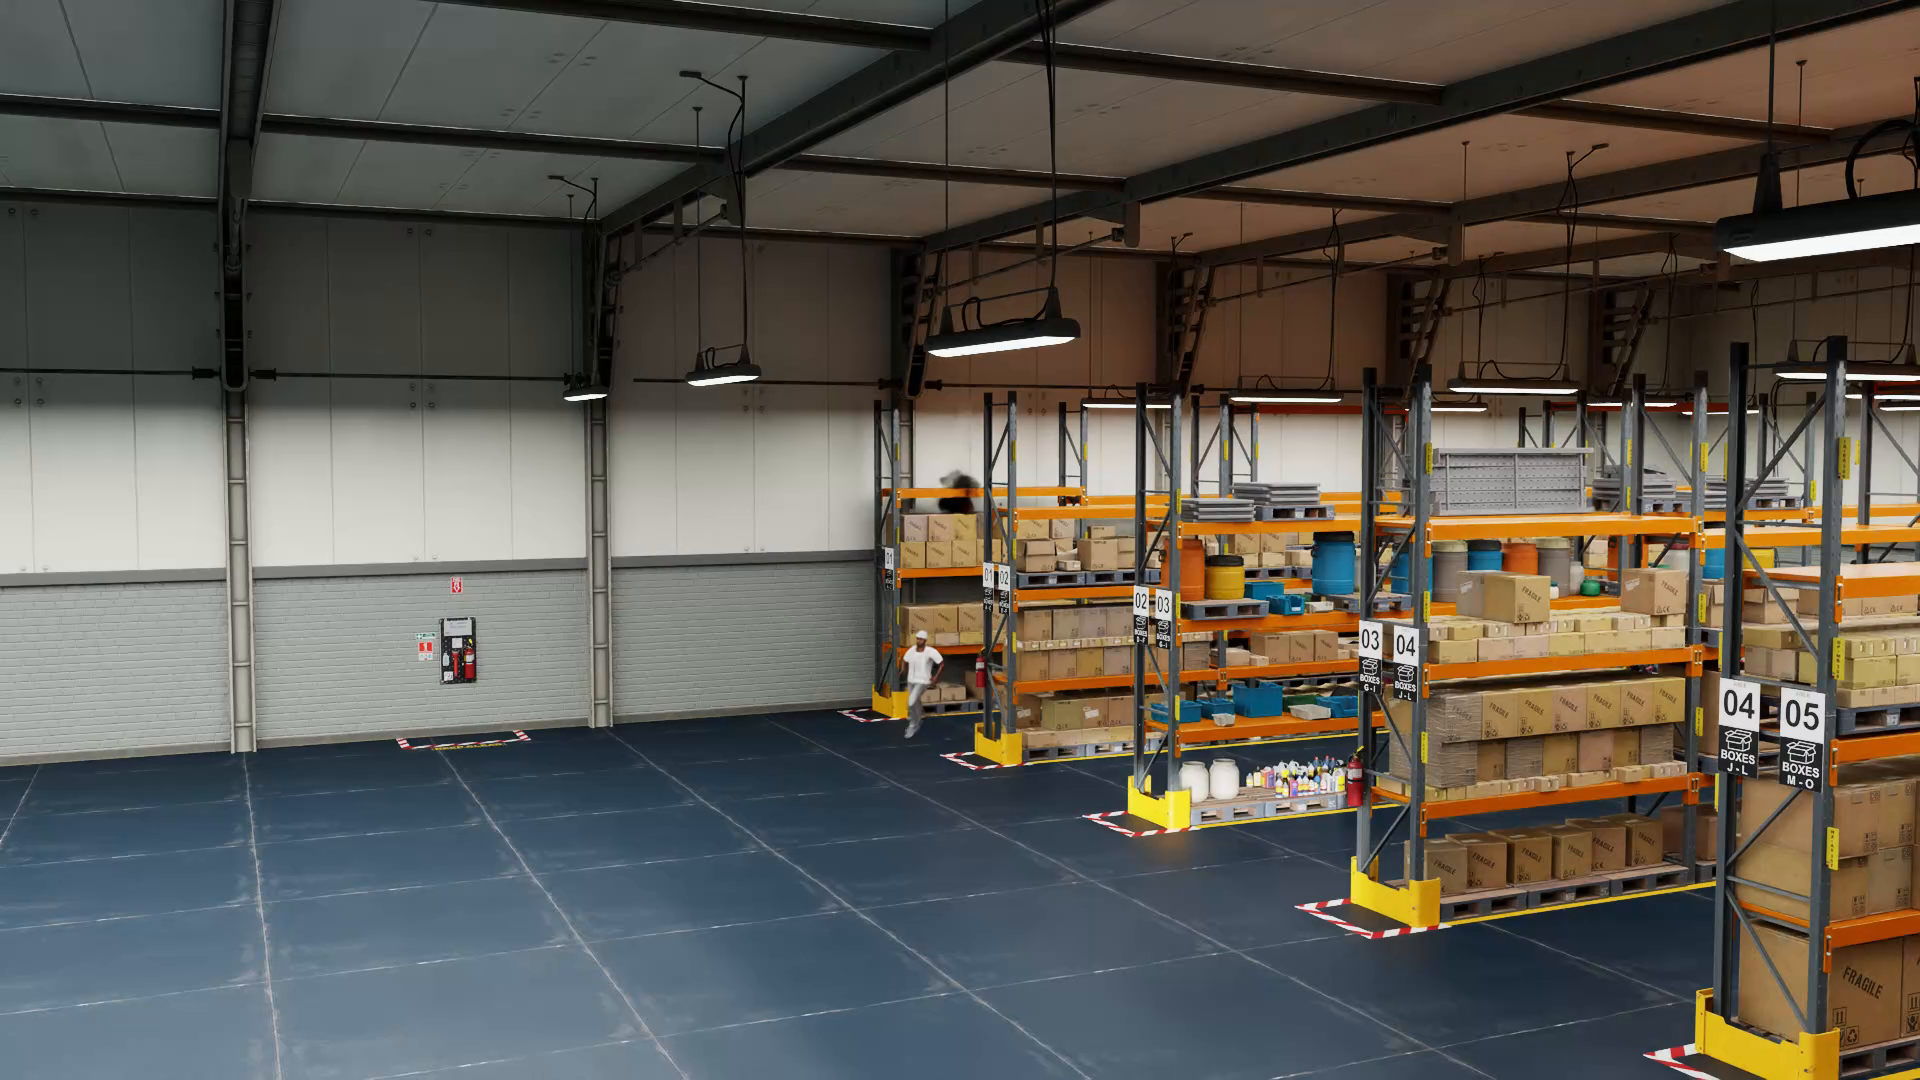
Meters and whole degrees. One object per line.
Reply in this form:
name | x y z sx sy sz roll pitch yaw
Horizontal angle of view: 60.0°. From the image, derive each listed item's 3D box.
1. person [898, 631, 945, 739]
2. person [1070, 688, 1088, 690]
person | -0.684 2.423 27.956 0.765 1.820 0.631 3 4 40
person | 2.191 2.267 29.882 0.615 1.766 0.675 -2 4 -29
